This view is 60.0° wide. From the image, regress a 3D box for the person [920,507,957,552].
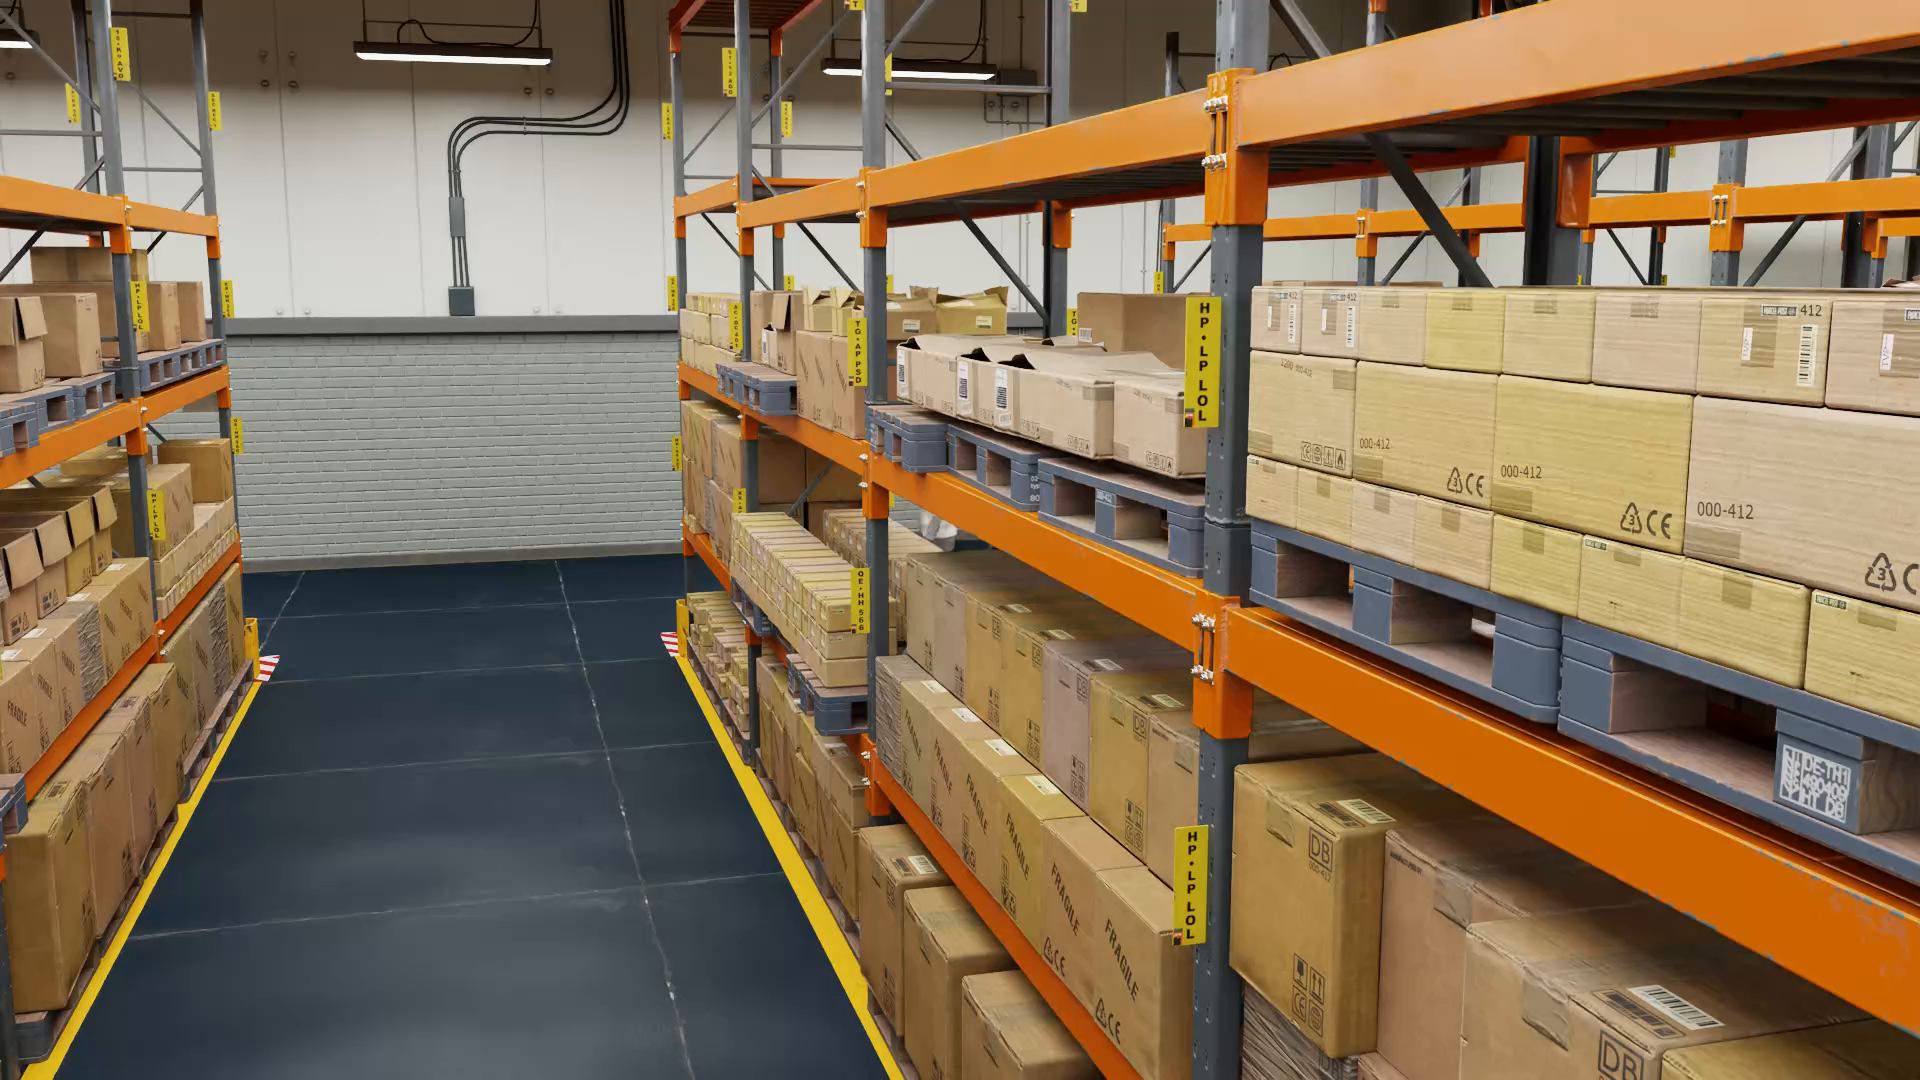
[{"bbox_3d":[-0.237,-0.031,17.380,0.512,1.757,0.604,-2,9,-10],"label":"person"}]
